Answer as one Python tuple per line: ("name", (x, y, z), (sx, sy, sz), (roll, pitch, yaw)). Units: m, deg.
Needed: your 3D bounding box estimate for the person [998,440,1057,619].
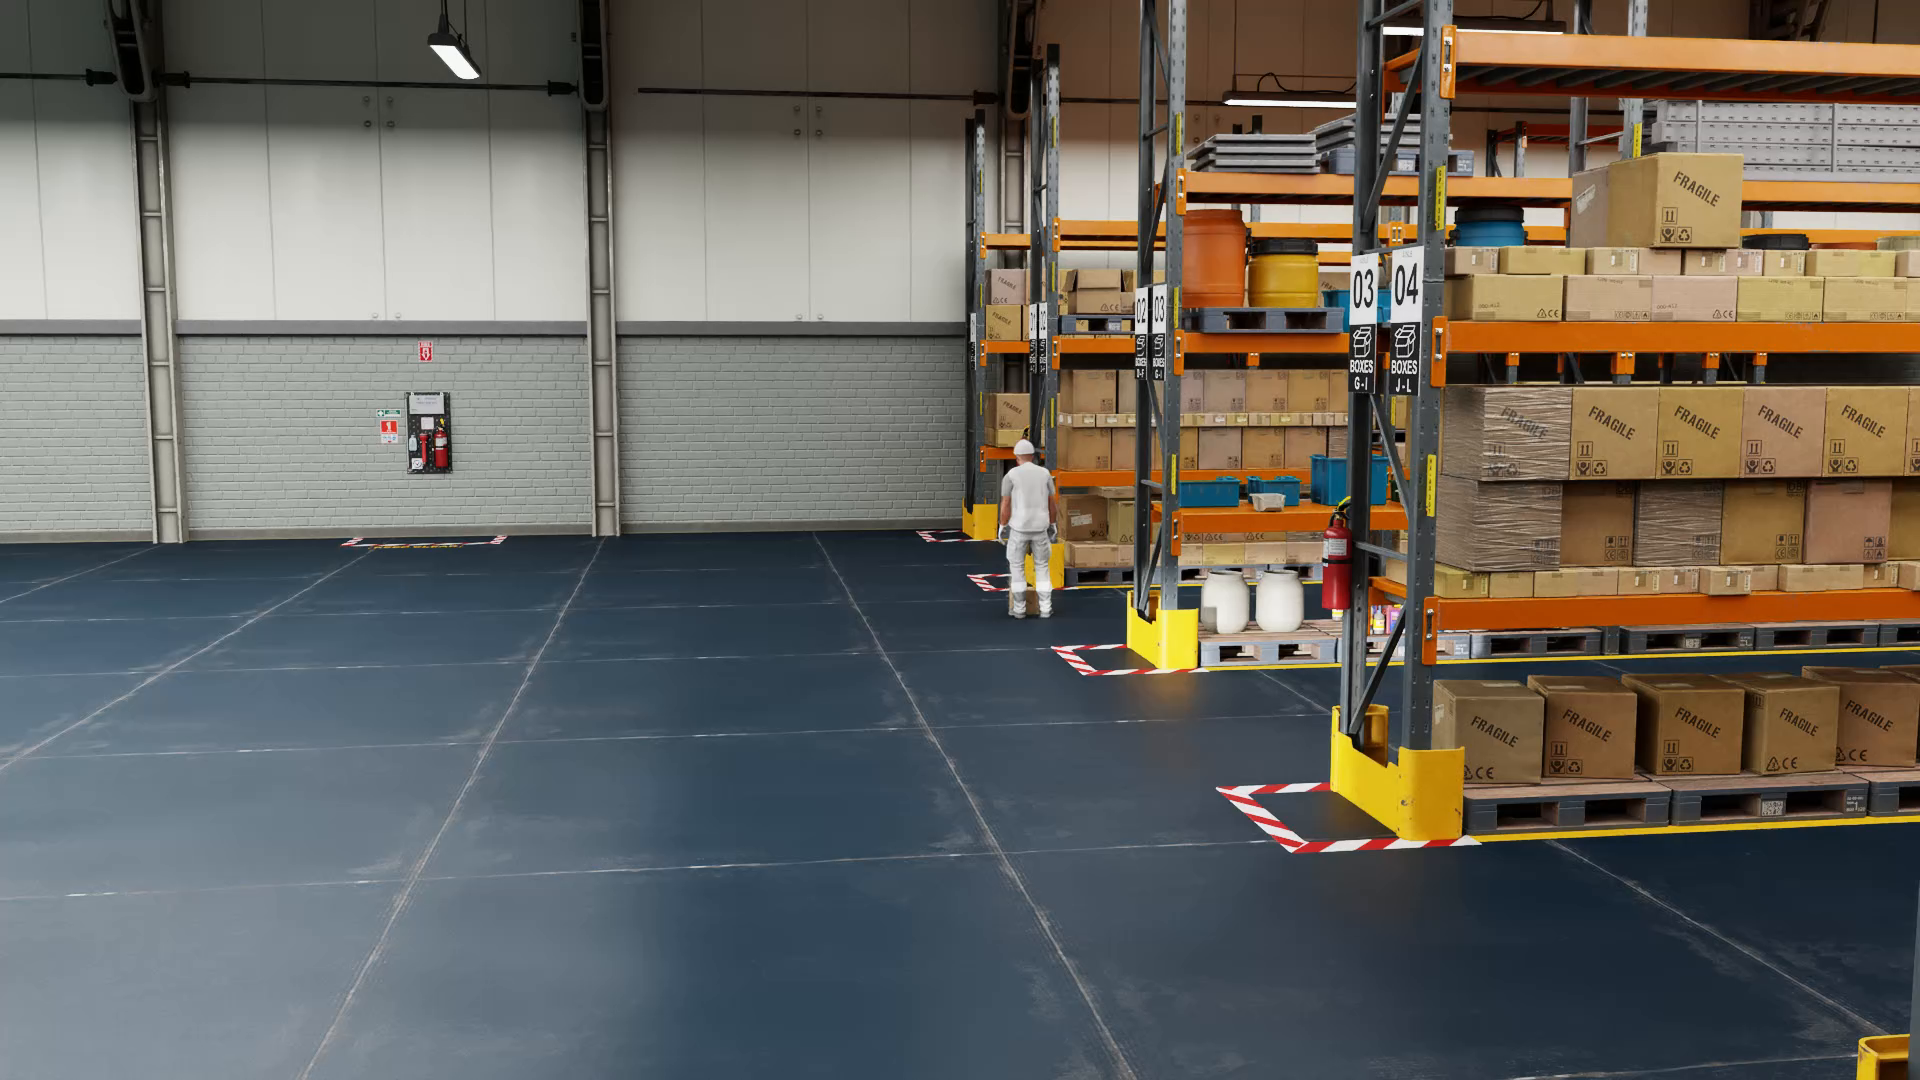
("person", (0.676, -0.112, 16.647), (0.616, 1.778, 0.453), (-1, 7, -12))
